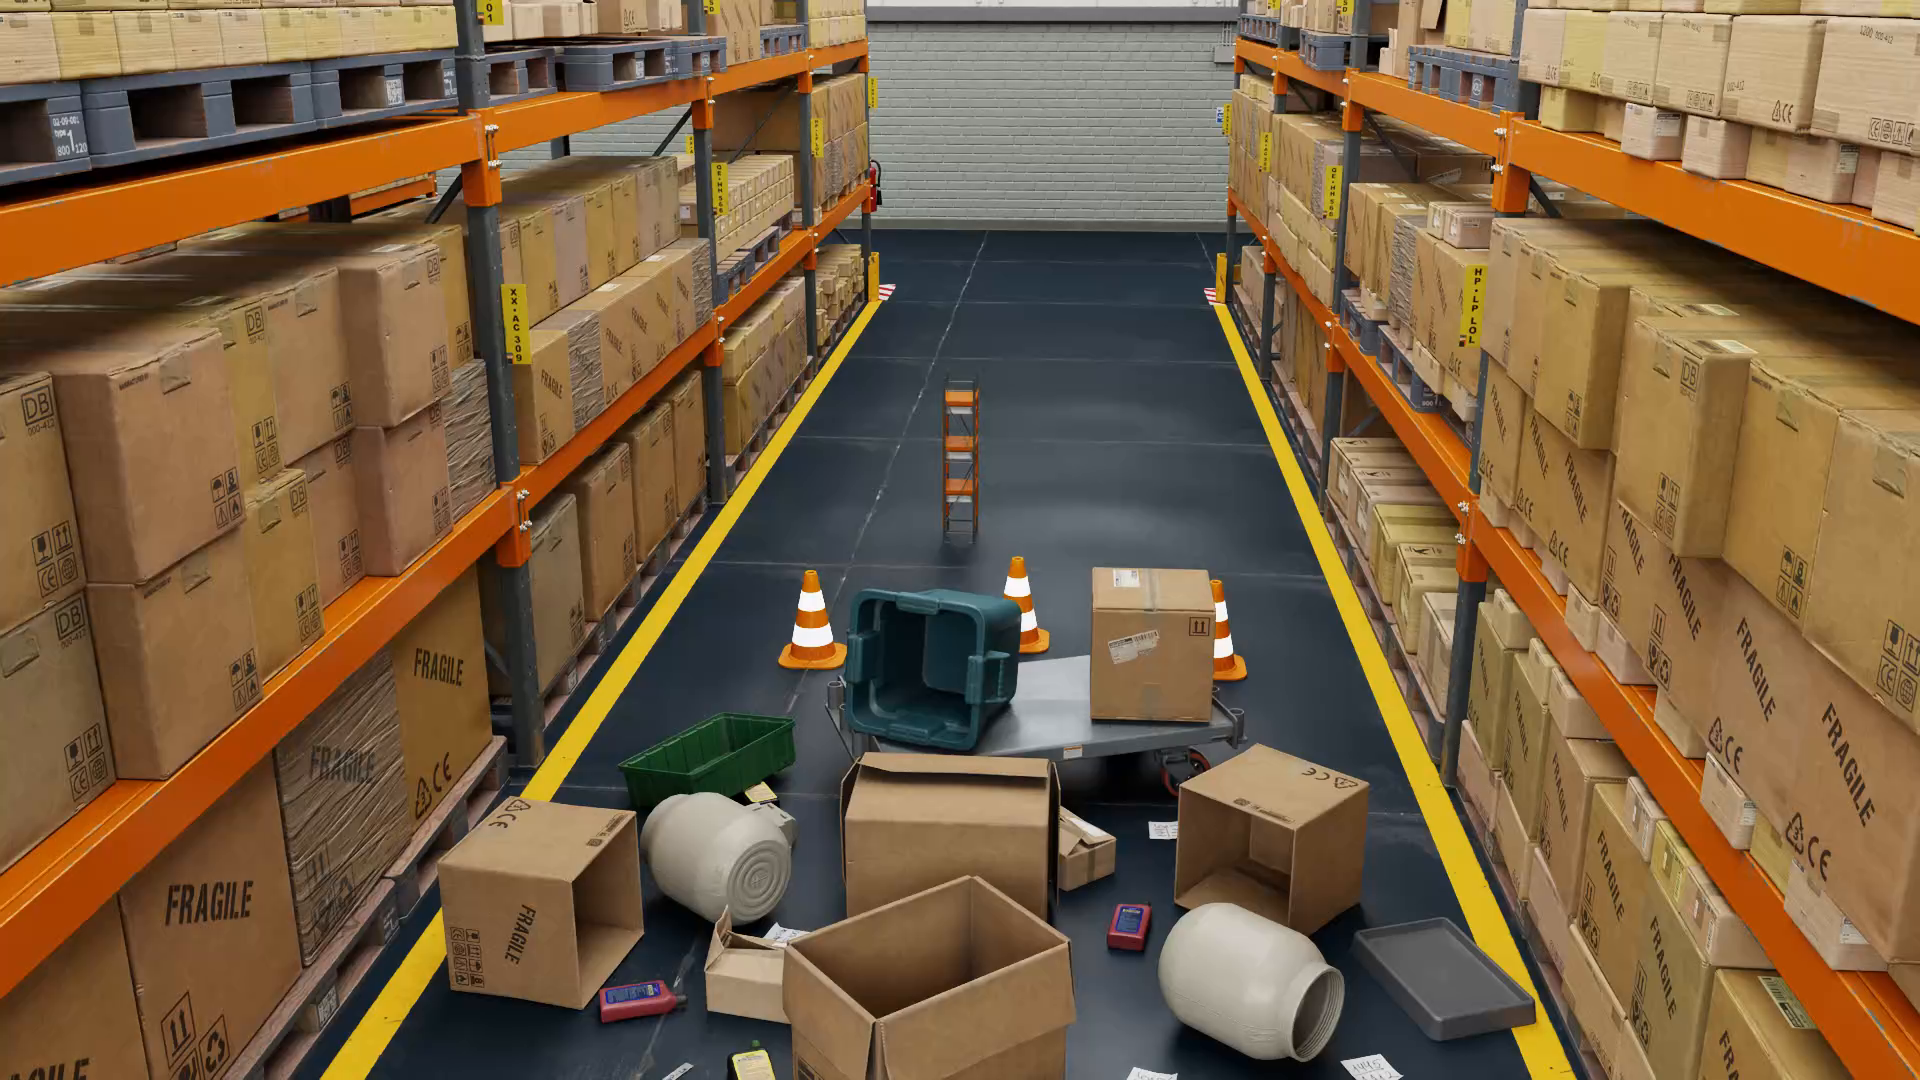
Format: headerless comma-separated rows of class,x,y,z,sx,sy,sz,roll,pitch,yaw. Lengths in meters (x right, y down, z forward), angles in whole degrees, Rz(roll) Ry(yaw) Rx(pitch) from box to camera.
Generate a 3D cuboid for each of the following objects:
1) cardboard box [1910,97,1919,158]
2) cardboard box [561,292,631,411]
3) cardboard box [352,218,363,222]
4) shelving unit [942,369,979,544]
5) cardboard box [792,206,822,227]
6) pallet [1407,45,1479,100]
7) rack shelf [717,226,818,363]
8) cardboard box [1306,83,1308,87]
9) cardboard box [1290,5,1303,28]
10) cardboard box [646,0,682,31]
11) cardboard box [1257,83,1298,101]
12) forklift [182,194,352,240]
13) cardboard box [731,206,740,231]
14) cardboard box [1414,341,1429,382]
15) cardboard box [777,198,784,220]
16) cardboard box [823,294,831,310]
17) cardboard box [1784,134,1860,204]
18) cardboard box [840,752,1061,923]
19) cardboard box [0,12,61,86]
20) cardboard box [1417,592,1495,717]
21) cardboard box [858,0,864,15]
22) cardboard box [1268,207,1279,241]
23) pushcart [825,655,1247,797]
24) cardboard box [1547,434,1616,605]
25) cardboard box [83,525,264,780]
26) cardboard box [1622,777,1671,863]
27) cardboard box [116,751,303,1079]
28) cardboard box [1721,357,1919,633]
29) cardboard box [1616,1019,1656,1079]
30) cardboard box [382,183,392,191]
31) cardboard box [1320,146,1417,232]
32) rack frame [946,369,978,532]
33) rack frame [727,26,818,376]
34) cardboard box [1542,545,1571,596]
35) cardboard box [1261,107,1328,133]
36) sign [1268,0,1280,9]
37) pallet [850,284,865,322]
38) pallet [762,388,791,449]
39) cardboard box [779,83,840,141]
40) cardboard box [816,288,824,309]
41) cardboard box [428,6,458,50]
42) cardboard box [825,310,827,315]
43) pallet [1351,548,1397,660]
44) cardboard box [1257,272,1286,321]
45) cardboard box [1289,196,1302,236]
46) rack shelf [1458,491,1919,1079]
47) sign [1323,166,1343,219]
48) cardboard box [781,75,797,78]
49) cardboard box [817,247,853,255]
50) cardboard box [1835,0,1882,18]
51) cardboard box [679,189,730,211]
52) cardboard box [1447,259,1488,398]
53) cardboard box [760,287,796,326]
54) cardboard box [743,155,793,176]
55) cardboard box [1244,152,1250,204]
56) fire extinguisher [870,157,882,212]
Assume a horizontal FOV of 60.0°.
cardboard box,2.068,-0.778,2.927,0.500,0.250,0.500,1,18,3
cardboard box,-1.978,-0.956,8.363,0.500,0.500,0.500,1,18,4
cardboard box,-6.533,-2.739,16.701,0.875,0.875,0.875,1,18,4
shelving unit,0.004,-0.516,10.310,0.215,1.050,0.252,1,18,4
cardboard box,-1.438,-2.885,14.814,0.380,0.149,0.250,2,18,6
pallet,2.808,-2.208,7.828,1.213,0.211,1.003,1,18,4
rack shelf,-1.928,-1.961,12.746,1.077,0.370,4.000,1,18,4
cardboard box,3.584,-4.405,16.240,0.380,0.149,0.250,2,18,5
cardboard box,2.720,-3.974,12.616,0.380,0.166,0.250,0,18,0
cardboard box,-1.847,-2.980,9.192,0.500,0.311,0.500,1,18,4
cardboard box,3.022,-4.251,15.770,0.380,0.149,0.250,1,18,4
forklift,-4.628,-1.677,10.835,1.130,2.935,3.031,1,18,4
cardboard box,-1.785,-2.294,11.859,0.380,0.149,0.250,1,18,4
cardboard box,2.382,-0.848,7.922,0.380,0.149,0.250,1,18,4
cardboard box,-1.653,-2.718,13.631,0.380,0.149,0.250,1,18,4
cardboard box,-1.464,-2.341,16.177,0.380,0.149,0.250,2,18,6
cardboard box,2.140,-0.856,3.806,0.380,0.149,0.250,1,18,3
cardboard box,-0.041,1.111,6.006,0.797,0.637,0.503,1,18,4
cardboard box,-2.246,-1.085,3.669,0.380,0.149,0.250,1,18,4
cardboard box,2.622,0.526,7.546,0.950,0.372,0.625,2,18,5
cardboard box,-1.277,-5.609,17.345,0.500,0.250,0.500,1,18,2
cardboard box,2.865,-2.643,13.912,0.500,0.250,0.500,1,18,3
pushcart,0.309,0.851,7.221,1.648,0.377,0.936,-5,19,-15
cardboard box,2.215,-0.107,5.293,0.500,0.500,0.500,1,18,3
cardboard box,-2.480,0.273,4.532,0.875,0.550,0.550,1,18,4
cardboard box,2.098,0.795,4.676,0.380,0.149,0.250,2,18,6
cardboard box,-2.601,1.128,4.902,0.875,0.875,0.875,1,18,3
cardboard box,2.163,-0.102,3.674,0.700,0.500,0.500,1,18,4
cardboard box,2.135,1.571,4.551,0.500,0.250,0.500,1,18,4
cardboard box,-6.206,-3.754,17.465,0.380,0.149,0.250,1,18,3
cardboard box,2.650,-2.292,10.833,0.500,0.500,0.500,1,18,2
rack frame,0.013,-0.553,10.426,0.200,1.050,0.008,1,18,4
rack frame,-1.784,-2.924,14.529,1.000,3.000,0.127,1,18,4
cardboard box,2.237,0.089,5.739,0.380,0.149,0.250,2,18,6
cardboard box,2.919,-3.520,14.583,0.500,0.500,0.500,1,18,3
sign,2.607,-4.565,13.764,0.100,0.325,0.005,1,18,4
pallet,-1.597,-2.566,17.915,1.003,0.211,1.213,1,18,4
pallet,-1.924,-0.977,13.066,1.003,0.211,1.213,1,18,4
cardboard box,-1.420,-4.040,15.691,0.500,0.500,0.500,2,18,5
cardboard box,-1.474,-2.238,15.384,0.380,0.149,0.250,2,18,7
cardboard box,-2.065,-1.872,6.070,0.380,0.149,0.250,1,18,4
cardboard box,-1.484,-2.116,15.966,0.380,0.149,0.250,1,18,3
pallet,2.726,0.343,9.037,1.003,0.211,1.213,1,18,4
cardboard box,3.376,-2.297,16.058,0.875,0.438,0.875,1,18,2
cardboard box,2.741,-2.405,12.383,0.500,0.250,0.500,1,18,2
rack shelf,2.443,0.603,4.921,1.077,0.370,4.000,1,18,4
sign,2.320,-2.164,10.351,0.100,0.325,0.005,1,18,4
cardboard box,-1.824,-4.540,17.217,0.500,0.500,0.500,2,18,6
cardboard box,-1.358,-3.047,17.853,0.380,0.149,0.250,2,18,5
cardboard box,2.181,-1.227,3.655,0.380,0.149,0.250,1,18,4
cardboard box,-1.806,-2.343,11.531,0.380,0.149,0.250,1,18,4
cardboard box,2.391,-0.897,7.031,0.500,0.500,0.500,1,18,3
cardboard box,-1.636,-1.896,13.527,0.500,0.250,0.500,2,18,7
cardboard box,-1.618,-3.158,14.016,0.380,0.149,0.250,2,18,6
cardboard box,3.044,-3.521,16.190,0.500,0.500,0.500,2,18,6
fire extinguisher,-1.019,-4.020,18.598,0.296,0.674,0.183,1,18,4
